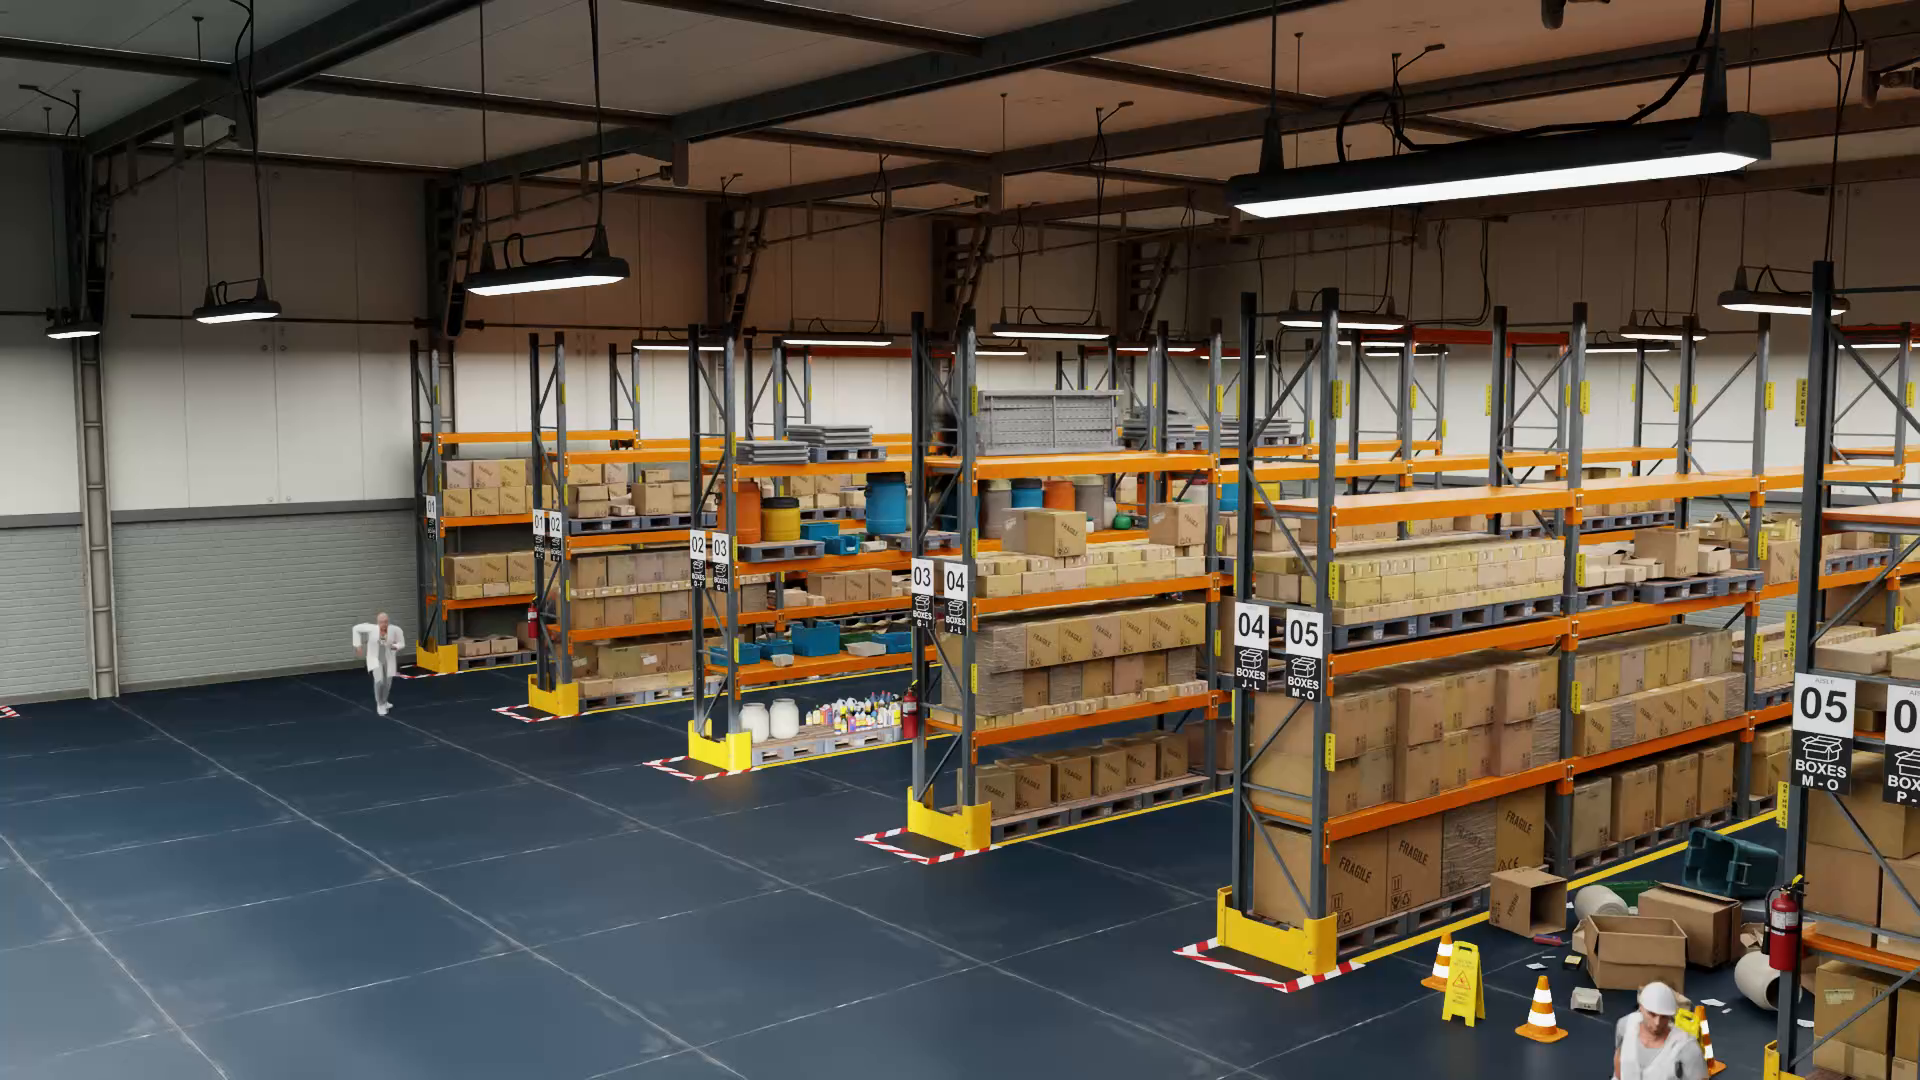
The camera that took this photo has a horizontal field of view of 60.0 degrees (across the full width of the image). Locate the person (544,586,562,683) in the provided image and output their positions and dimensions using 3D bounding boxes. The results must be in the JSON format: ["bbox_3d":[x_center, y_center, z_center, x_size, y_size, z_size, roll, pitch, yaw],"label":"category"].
[{"bbox_3d":[-6.977,1.661,28.484,0.612,1.777,0.596,2,6,22],"label":"person"}]

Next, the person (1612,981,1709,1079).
[{"bbox_3d":[4.058,3.396,9.766,0.672,1.734,0.645,5,7,42],"label":"person"}]

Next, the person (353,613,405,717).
[{"bbox_3d":[-9.105,1.946,26.096,0.754,1.684,1.043,-2,6,-24],"label":"person"}]
